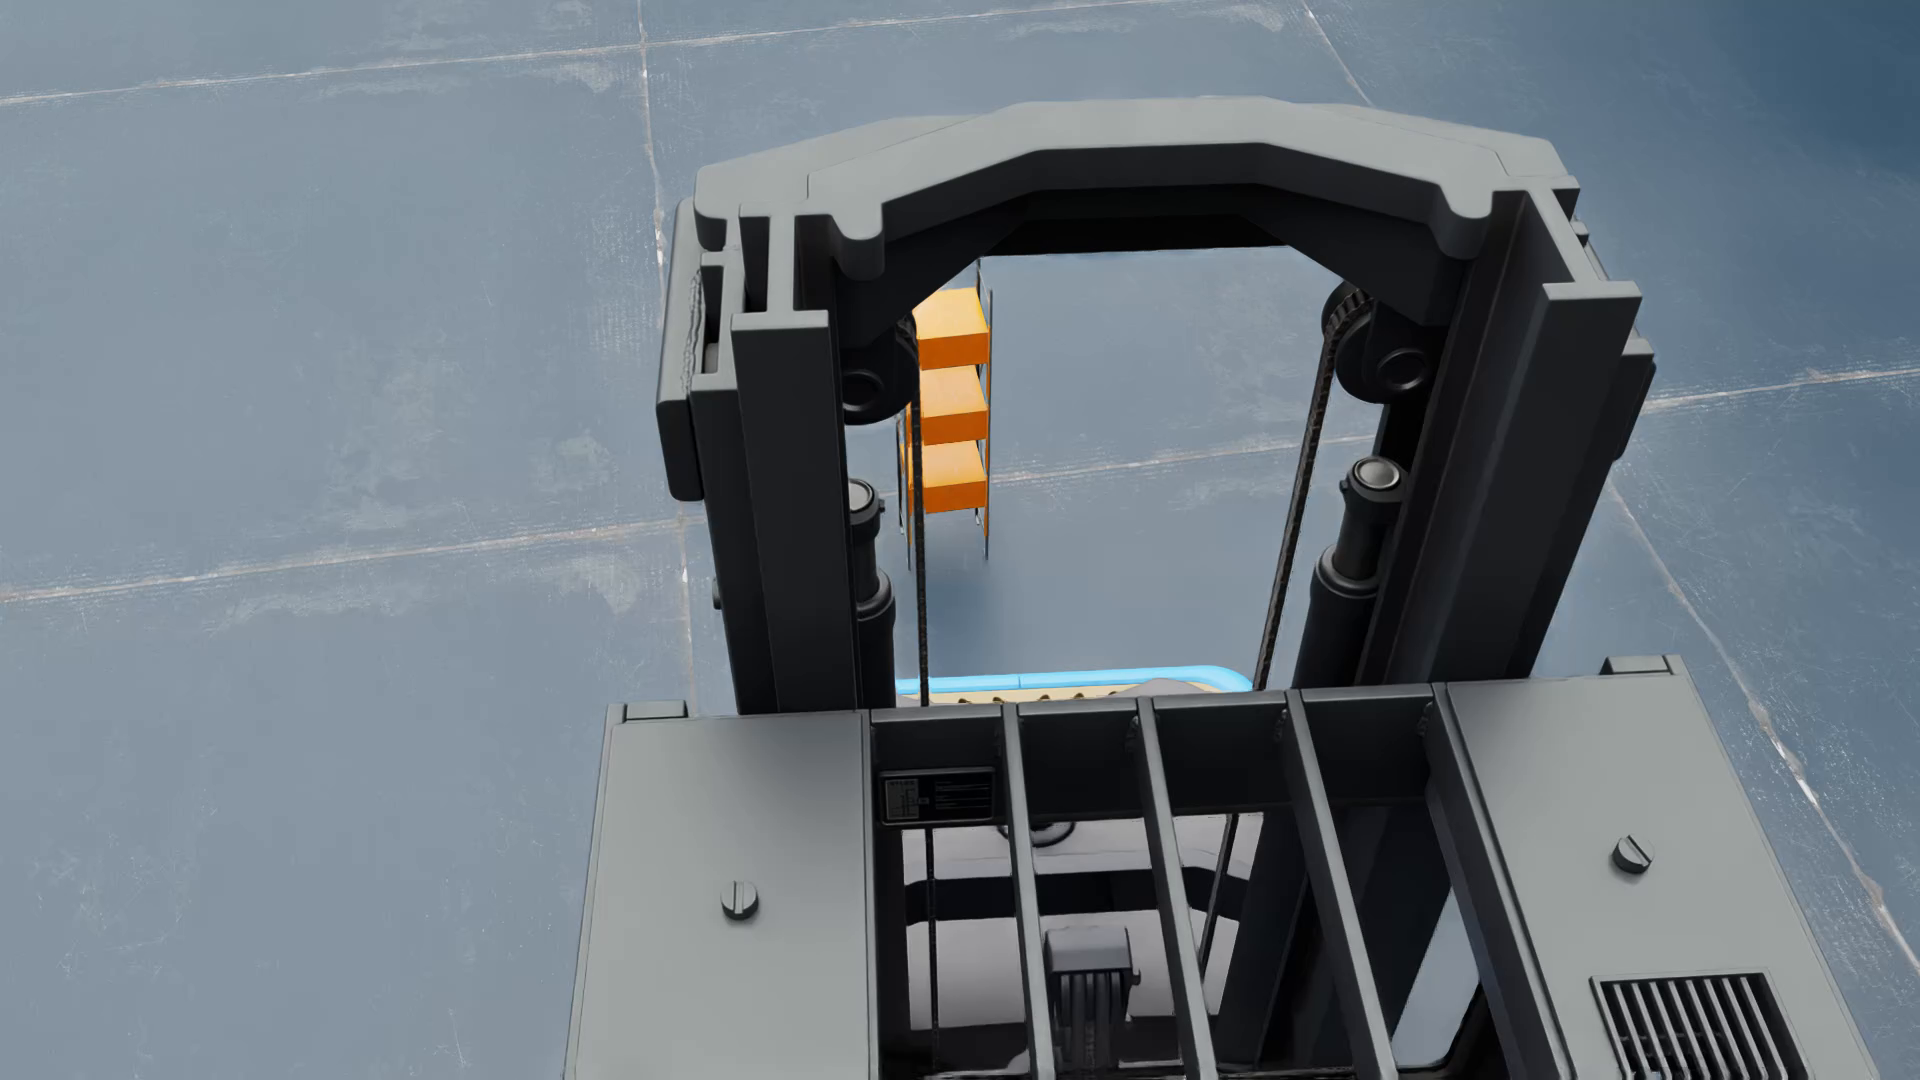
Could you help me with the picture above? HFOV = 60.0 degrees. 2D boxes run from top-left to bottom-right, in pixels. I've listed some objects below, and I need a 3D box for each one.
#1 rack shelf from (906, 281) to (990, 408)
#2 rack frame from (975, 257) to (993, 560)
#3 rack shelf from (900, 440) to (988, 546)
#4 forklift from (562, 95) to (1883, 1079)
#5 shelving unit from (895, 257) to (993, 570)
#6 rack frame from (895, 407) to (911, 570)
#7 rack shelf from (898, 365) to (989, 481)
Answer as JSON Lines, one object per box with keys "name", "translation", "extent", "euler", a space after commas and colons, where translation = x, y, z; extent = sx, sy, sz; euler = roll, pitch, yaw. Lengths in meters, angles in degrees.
{"name": "rack shelf", "translation": [-0.053, -0.547, 4.669], "extent": [0.240, 0.259, 0.215], "euler": [-7, 46, -7]}
{"name": "rack frame", "translation": [0.067, -0.373, 4.880], "extent": [0.008, 1.050, 0.200], "euler": [-7, 46, -7]}
{"name": "rack shelf", "translation": [-0.053, -0.158, 5.073], "extent": [0.240, 0.259, 0.215], "euler": [-7, 46, -7]}
{"name": "forklift", "translation": [0.209, 1.070, 2.184], "extent": [1.130, 2.935, 3.031], "euler": [-2, 46, -2]}
{"name": "shelving unit", "translation": [-0.053, -0.358, 4.866], "extent": [0.252, 1.050, 0.215], "euler": [-7, 46, -7]}
{"name": "rack frame", "translation": [-0.173, -0.343, 4.851], "extent": [0.008, 1.050, 0.200], "euler": [-7, 46, -7]}
{"name": "rack shelf", "translation": [-0.053, -0.350, 4.873], "extent": [0.240, 0.259, 0.215], "euler": [-7, 46, -7]}
